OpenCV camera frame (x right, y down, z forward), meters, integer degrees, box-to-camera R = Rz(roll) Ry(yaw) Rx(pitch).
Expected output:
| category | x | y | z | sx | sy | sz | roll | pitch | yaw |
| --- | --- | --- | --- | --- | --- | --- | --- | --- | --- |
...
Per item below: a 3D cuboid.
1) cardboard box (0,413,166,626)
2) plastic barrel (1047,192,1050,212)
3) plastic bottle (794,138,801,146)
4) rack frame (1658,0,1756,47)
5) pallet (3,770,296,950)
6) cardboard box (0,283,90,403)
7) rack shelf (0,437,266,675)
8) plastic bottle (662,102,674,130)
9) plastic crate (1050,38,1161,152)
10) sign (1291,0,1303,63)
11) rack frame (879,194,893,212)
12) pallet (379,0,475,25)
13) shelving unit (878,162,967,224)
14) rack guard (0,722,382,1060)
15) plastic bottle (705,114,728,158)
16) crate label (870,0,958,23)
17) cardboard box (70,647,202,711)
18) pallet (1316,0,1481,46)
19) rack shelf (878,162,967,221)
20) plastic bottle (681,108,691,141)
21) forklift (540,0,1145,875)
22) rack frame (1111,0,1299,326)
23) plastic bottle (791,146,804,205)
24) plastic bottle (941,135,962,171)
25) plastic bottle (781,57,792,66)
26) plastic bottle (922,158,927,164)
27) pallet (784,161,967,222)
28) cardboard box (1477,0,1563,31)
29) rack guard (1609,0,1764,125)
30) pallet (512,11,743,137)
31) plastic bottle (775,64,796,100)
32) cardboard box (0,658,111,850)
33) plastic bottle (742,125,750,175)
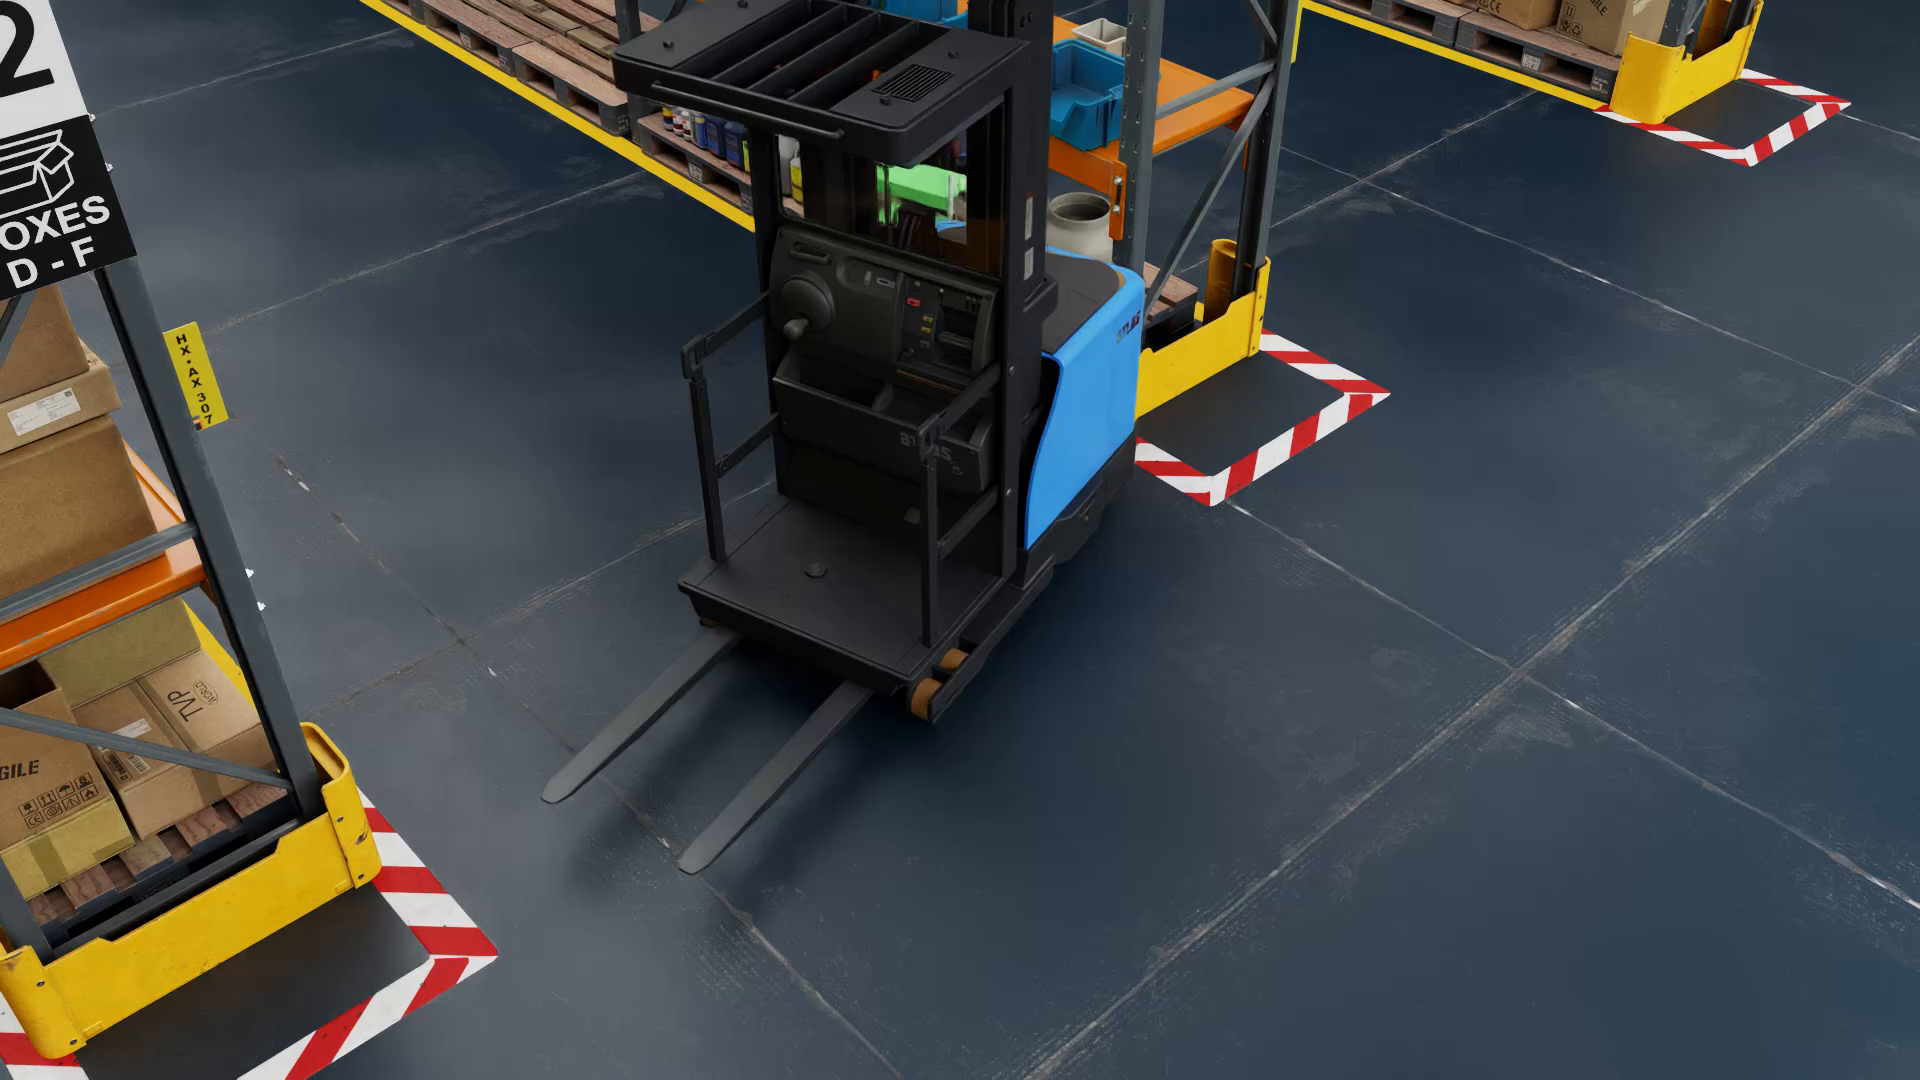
| category | x | y | z | sx | sy | sz | roll | pitch | yaw |
| --- | --- | --- | --- | --- | --- | --- | --- | --- | --- |
| cardboard box | -2.869 | -0.116 | 4.927 | 0.700 | 0.500 | 0.500 | -30 | 48 | -32 |
| plastic barrel | 0.248 | -1.658 | 8.562 | 0.421 | 0.512 | 0.421 | 0 | 39 | 0 |
| plastic bottle | -0.870 | -2.162 | 9.357 | 0.152 | 0.276 | 0.135 | -30 | 48 | -32 |
| rack frame | 4.736 | -4.064 | 9.894 | 1.000 | 3.000 | 0.127 | -30 | 48 | -32 |
| pallet | -3.111 | 0.893 | 5.976 | 1.003 | 0.211 | 1.213 | -30 | 48 | -32 |
| cardboard box | -2.905 | -0.645 | 4.549 | 0.700 | 0.500 | 0.500 | -30 | 48 | -32 |
| rack shelf | -3.916 | -0.501 | 6.056 | 1.077 | 0.370 | 4.000 | -30 | 48 | -32 |
| plastic bottle | -1.725 | -2.586 | 9.886 | 0.097 | 0.271 | 0.097 | 0 | 39 | 0 |
| plastic crate | 0.529 | -2.005 | 7.464 | 0.499 | 0.251 | 0.616 | -30 | 48 | -32 |
| sign | 1.496 | -2.298 | 7.488 | 0.100 | 0.325 | 0.005 | -30 | 48 | -32 |
| rack frame | -0.386 | -1.363 | 7.980 | 0.015 | 1.200 | 0.240 | 21 | 43 | 26 |
| pallet | -3.827 | -4.201 | 12.284 | 1.003 | 0.211 | 1.213 | -30 | 48 | -32 |
| shelving unit | -0.182 | -1.283 | 7.874 | 0.503 | 1.200 | 0.258 | 21 | 43 | 26 |
| rack guard | -2.547 | 1.128 | 5.455 | 1.175 | 0.500 | 0.348 | -30 | 48 | -32 |
| plastic bottle | -1.377 | -2.401 | 9.593 | 0.144 | 0.351 | 0.185 | -29 | 47 | -31 |
| crate label | -0.356 | -2.709 | 8.189 | 0.502 | 0.435 | 0.616 | -30 | 48 | -32 |
| cardboard box | -3.103 | 0.478 | 6.125 | 0.500 | 0.250 | 0.500 | -30 | 48 | -32 |
| pallet | 3.341 | -3.969 | 11.997 | 1.003 | 0.211 | 1.213 | -30 | 48 | -32 |
| rack shelf | -0.185 | -1.612 | 7.619 | 0.480 | 0.148 | 0.258 | 21 | 43 | 26 |
| plastic bottle | -1.587 | -2.465 | 9.791 | 0.097 | 0.201 | 0.097 | 0 | 39 | 0 |
| forklift | -0.400 | -0.778 | 5.881 | 1.130 | 2.935 | 3.031 | 21 | 43 | 24 |
| rack frame | 1.088 | -1.959 | 7.288 | 1.000 | 3.000 | 0.127 | -30 | 48 | -32 |
| plastic bottle | -0.836 | -2.031 | 9.135 | 0.144 | 0.351 | 0.185 | -28 | 47 | -30 |
| plastic bottle | -0.048 | -2.157 | 9.345 | 0.061 | 0.283 | 0.133 | -29 | 47 | -31 |
| plastic bottle | -1.049 | -2.842 | 10.193 | 0.061 | 0.283 | 0.133 | -28 | 46 | -30 |
| plastic bottle | -0.208 | -2.245 | 9.464 | 0.097 | 0.271 | 0.097 | 0 | 39 | 0 |
| pallet | -0.364 | -1.832 | 9.350 | 1.003 | 0.211 | 1.213 | -30 | 48 | -32 |
| cardboard box | 3.897 | -3.813 | 11.239 | 0.500 | 0.500 | 0.500 | -18 | 42 | -21 |
| rack guard | 4.685 | -3.126 | 10.723 | 1.175 | 0.500 | 0.348 | -30 | 48 | -32 |
| pallet | -2.177 | -3.072 | 10.886 | 1.003 | 0.211 | 1.213 | -30 | 48 | -32 |
| plastic bottle | -1.076 | -2.714 | 9.981 | 0.144 | 0.351 | 0.185 | -30 | 48 | -32 |
| cardboard box | -3.145 | 0.637 | 5.331 | 0.500 | 0.500 | 0.500 | -30 | 48 | -32 |
| plastic bottle | -1.168 | -2.193 | 9.390 | 0.061 | 0.283 | 0.133 | -28 | 47 | -30 |
